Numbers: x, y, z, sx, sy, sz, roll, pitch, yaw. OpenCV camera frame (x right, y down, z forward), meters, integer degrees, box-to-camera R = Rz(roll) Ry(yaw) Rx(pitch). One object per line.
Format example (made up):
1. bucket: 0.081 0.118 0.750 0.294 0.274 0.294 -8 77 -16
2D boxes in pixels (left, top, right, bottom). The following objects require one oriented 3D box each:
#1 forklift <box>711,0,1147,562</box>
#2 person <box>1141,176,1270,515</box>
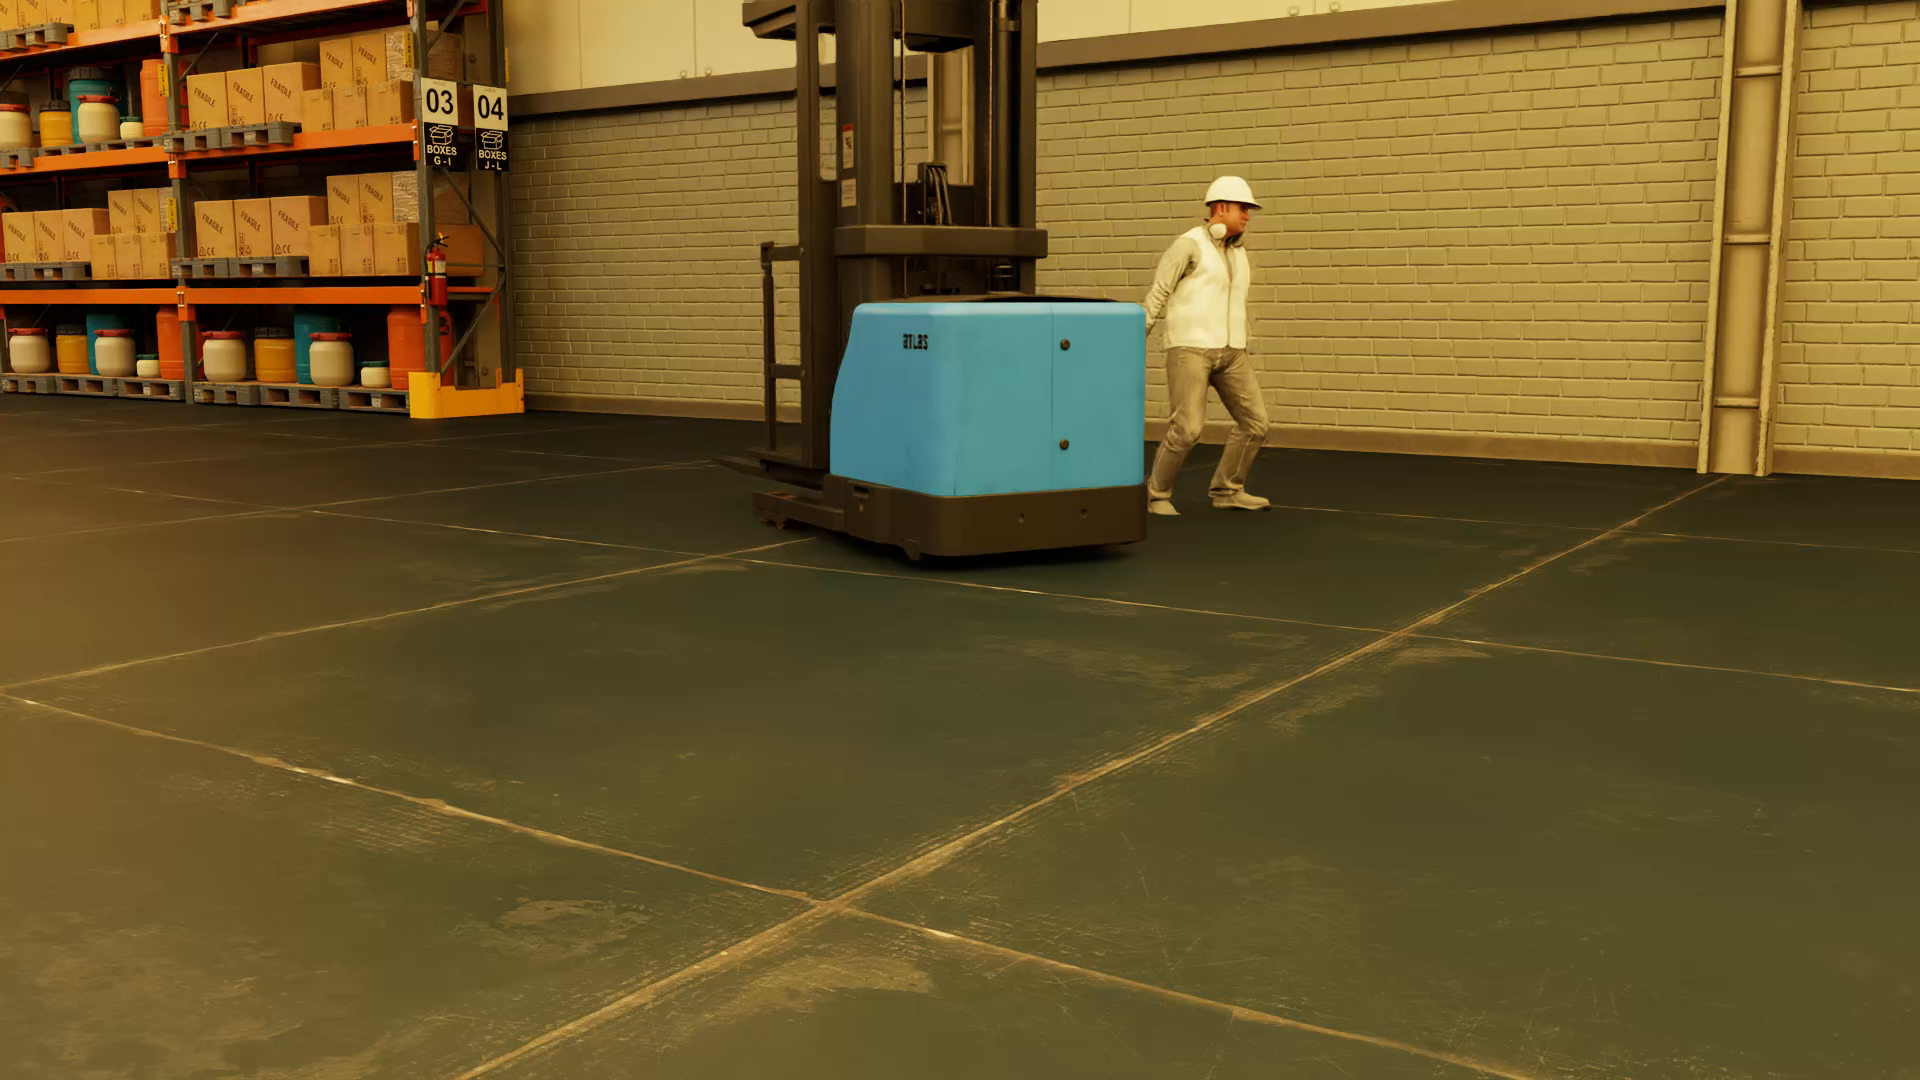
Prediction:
1. forklift: -0.360 -1.530 7.953 1.130 2.935 3.031 -5 9 -29
2. person: 1.214 -0.967 8.505 0.845 1.752 0.479 -5 10 -34
